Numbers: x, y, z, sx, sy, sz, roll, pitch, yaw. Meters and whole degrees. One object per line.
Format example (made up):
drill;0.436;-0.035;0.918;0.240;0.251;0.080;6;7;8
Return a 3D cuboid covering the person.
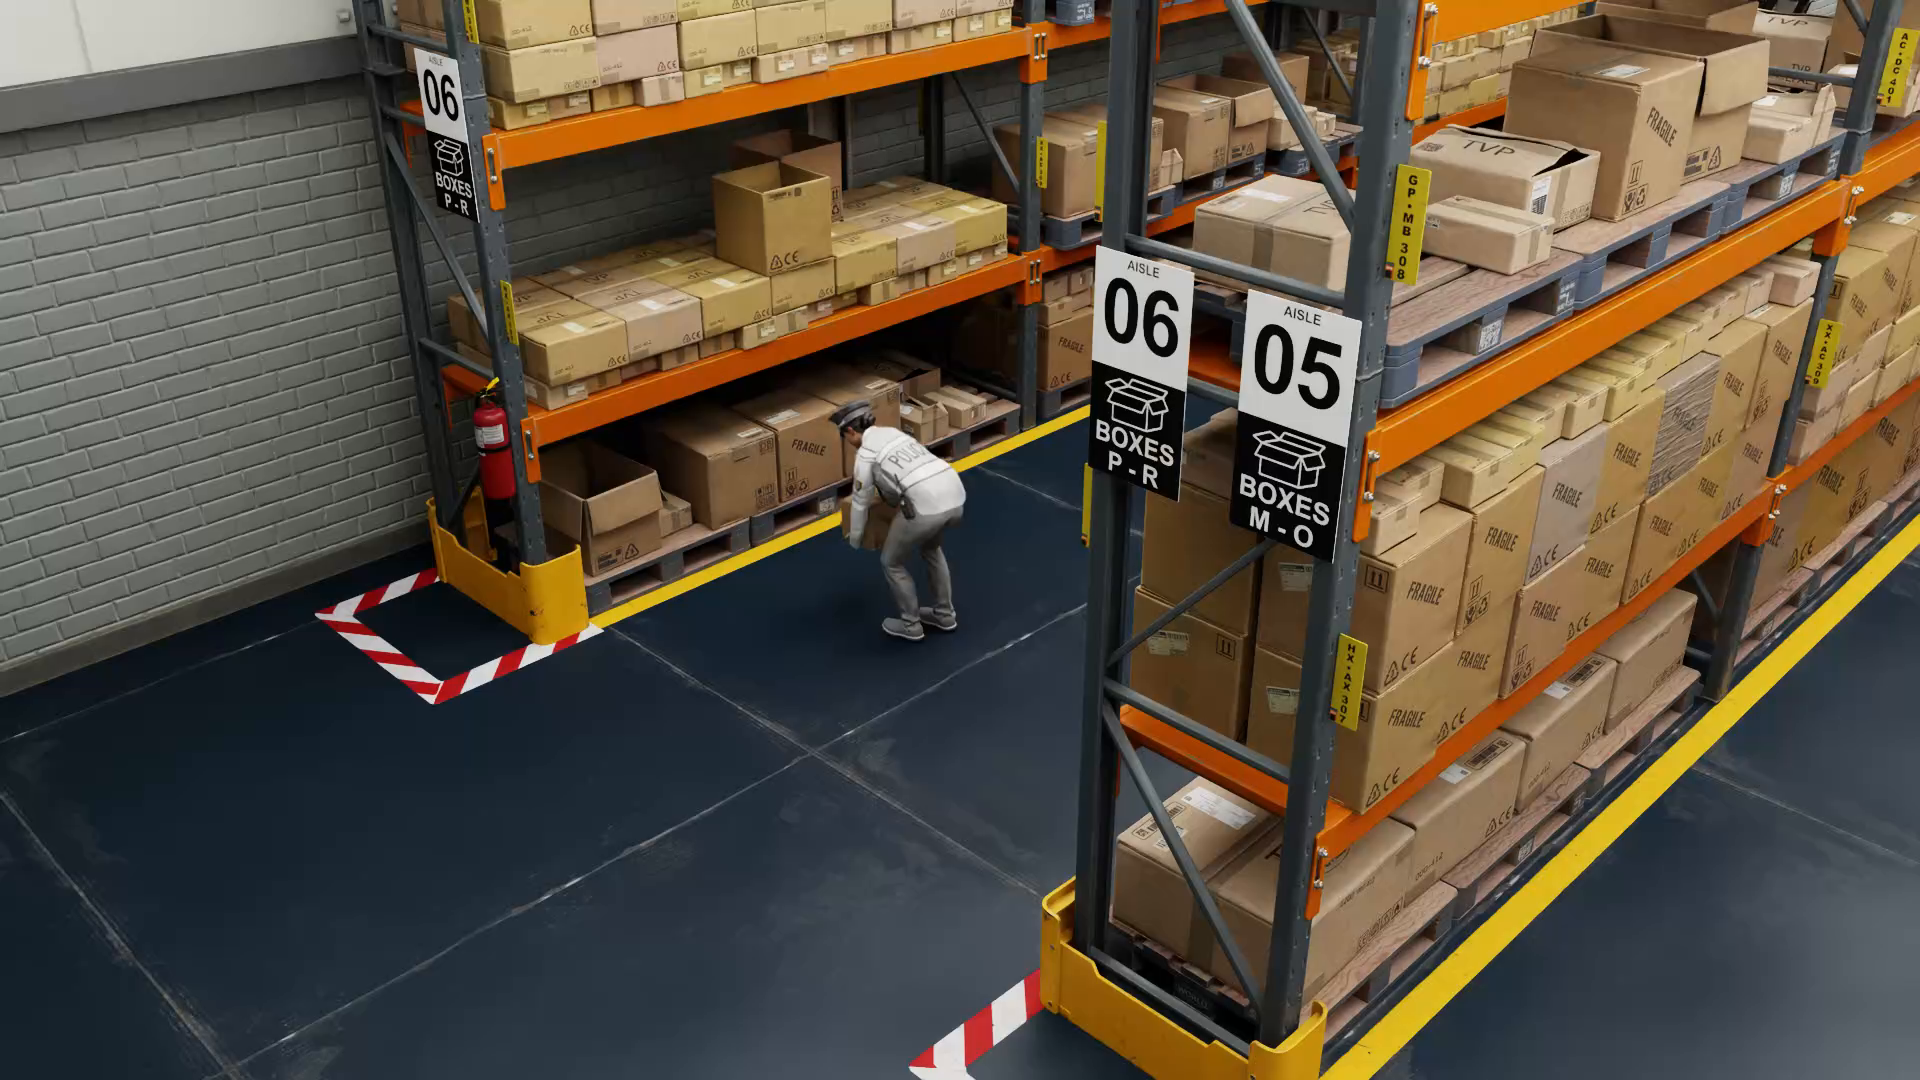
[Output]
person;-0.360;-0.116;9.238;0.878;1.296;0.421;23;36;37
